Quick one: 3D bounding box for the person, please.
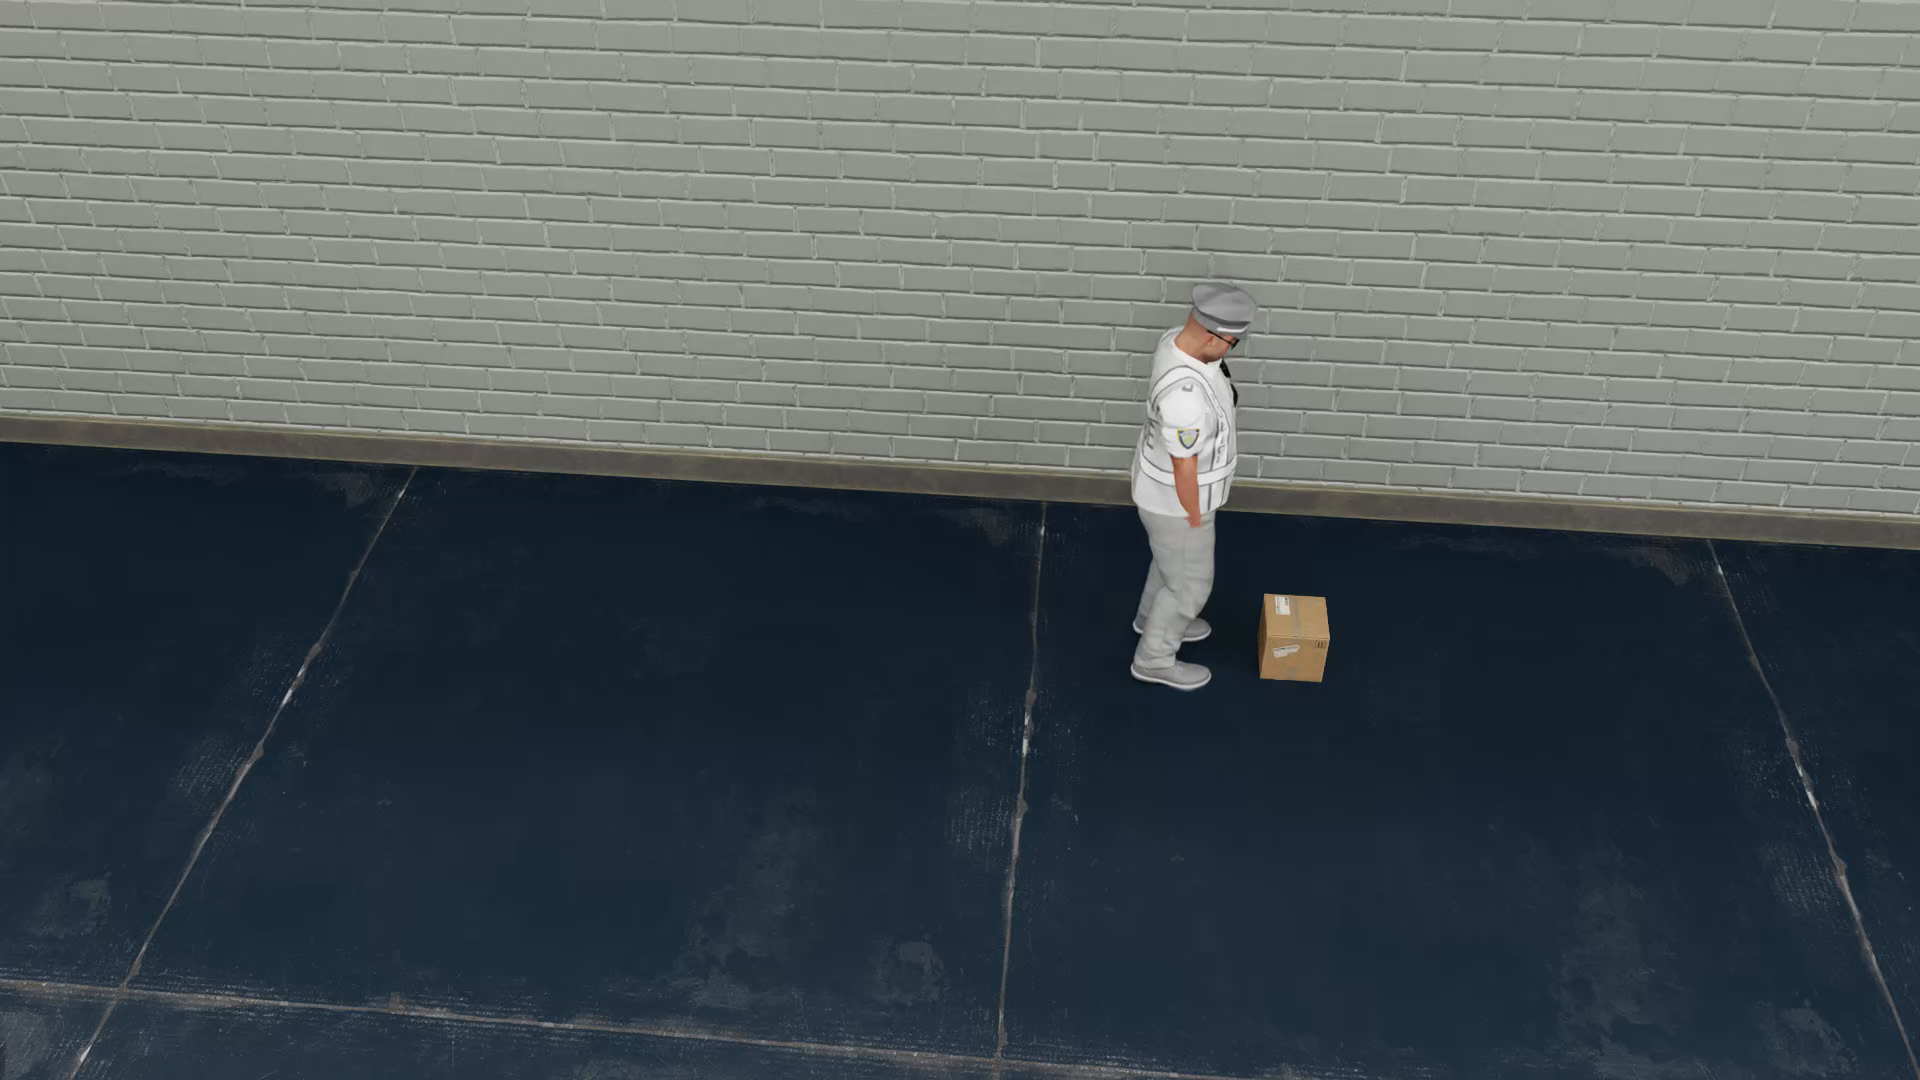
[{"bbox_3d":[0.857,-0.207,6.424,0.392,1.733,0.538,4,40,5],"label":"person"}]
